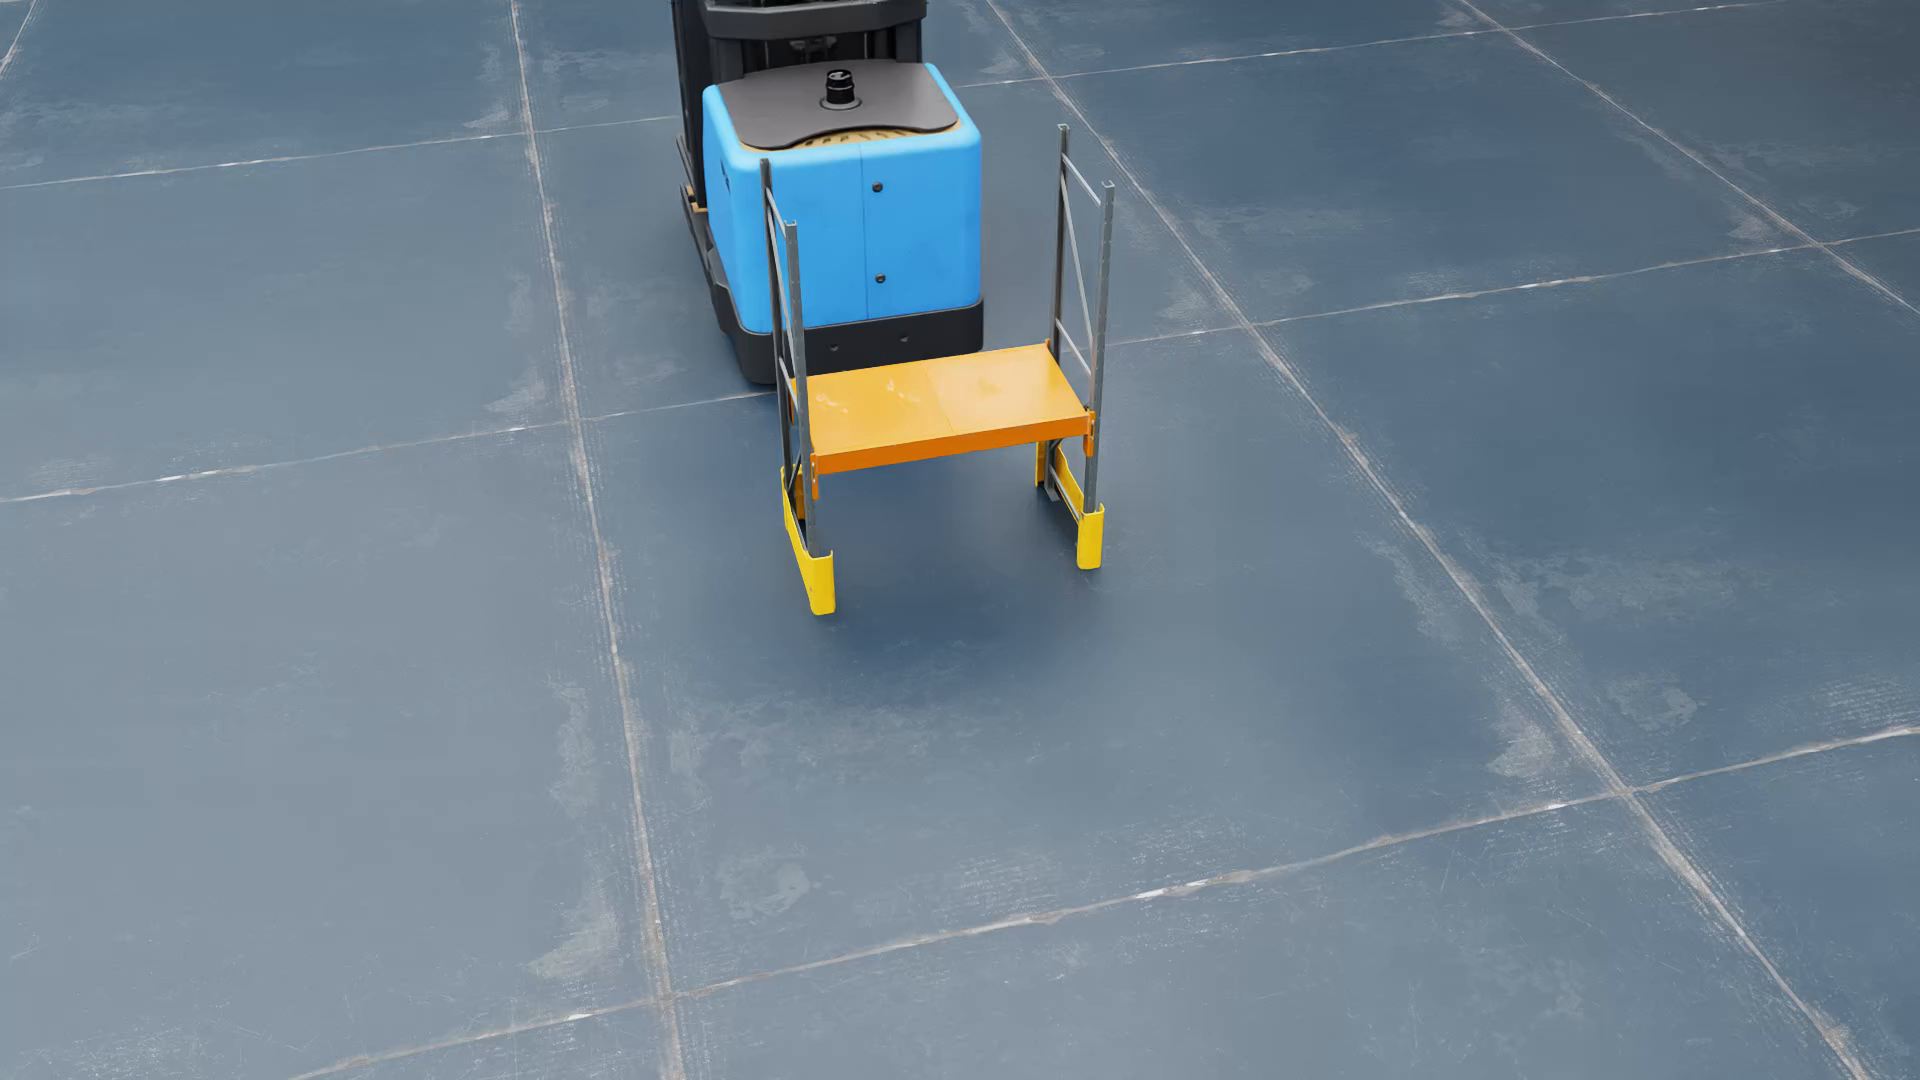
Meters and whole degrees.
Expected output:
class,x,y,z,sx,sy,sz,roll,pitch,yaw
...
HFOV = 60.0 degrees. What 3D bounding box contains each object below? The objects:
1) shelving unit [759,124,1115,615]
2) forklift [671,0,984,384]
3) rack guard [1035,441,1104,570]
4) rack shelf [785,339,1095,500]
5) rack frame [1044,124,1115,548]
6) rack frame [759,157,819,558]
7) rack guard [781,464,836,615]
class,x,y,z,sx,sy,sz,roll,pitch,yaw
shelving unit,-0.074,-0.584,5.779,1.083,1.500,0.587,-9,38,-12
forklift,-0.776,-2.718,7.391,1.130,2.935,3.031,-9,38,-12
rack guard,0.407,-0.166,6.261,0.087,0.250,0.587,-9,38,-12
rack shelf,-0.082,-0.439,5.886,1.000,0.185,0.538,-9,38,-12
rack frame,0.408,-0.663,5.882,0.032,1.500,0.500,-9,38,-12
rack frame,-0.573,-0.502,5.671,0.032,1.500,0.500,-9,38,-12
rack guard,-0.554,-0.008,6.055,0.087,0.250,0.587,-9,38,-12
